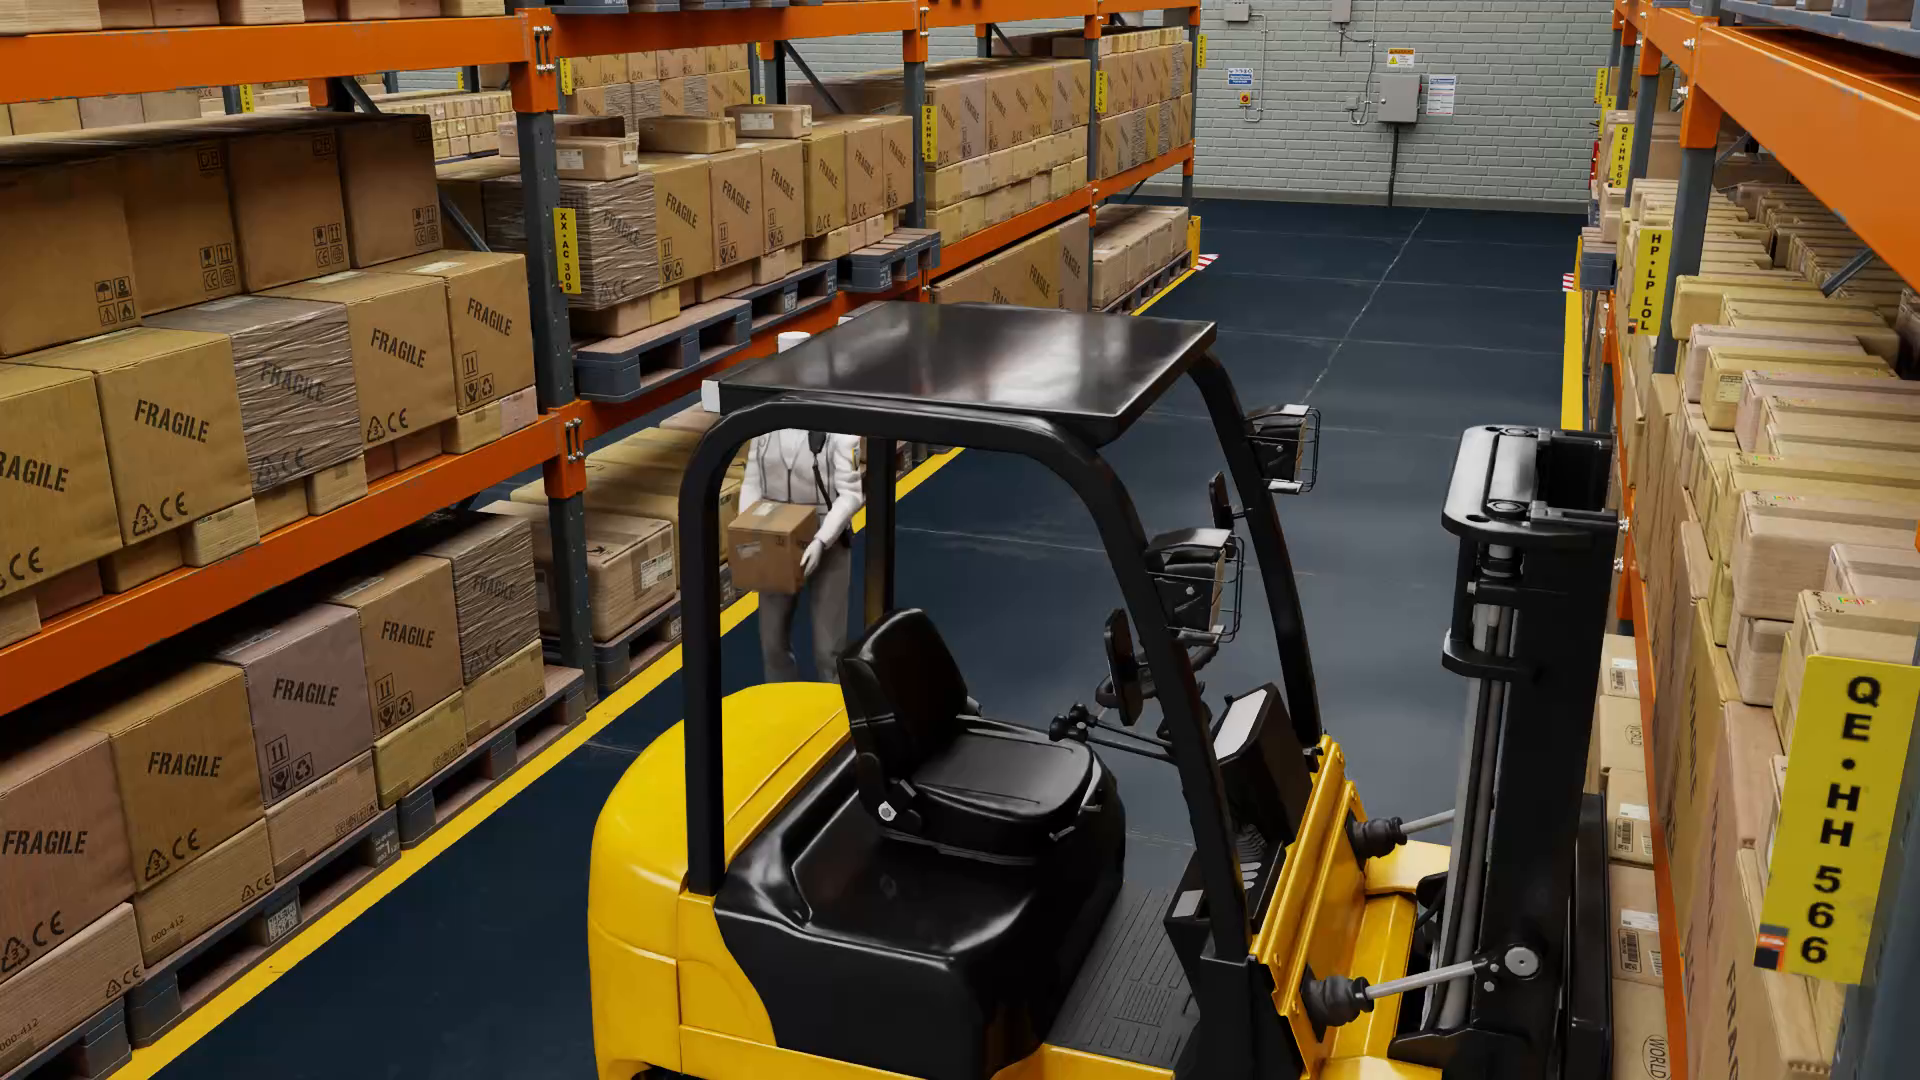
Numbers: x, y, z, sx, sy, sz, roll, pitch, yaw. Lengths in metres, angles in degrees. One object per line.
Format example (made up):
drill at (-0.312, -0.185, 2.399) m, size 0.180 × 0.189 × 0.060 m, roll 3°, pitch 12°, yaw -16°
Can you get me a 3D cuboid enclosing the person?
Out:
person at (-0.621, 0.056, 6.348) m, size 0.489 × 1.692 × 0.489 m, roll 6°, pitch 20°, yaw 18°
